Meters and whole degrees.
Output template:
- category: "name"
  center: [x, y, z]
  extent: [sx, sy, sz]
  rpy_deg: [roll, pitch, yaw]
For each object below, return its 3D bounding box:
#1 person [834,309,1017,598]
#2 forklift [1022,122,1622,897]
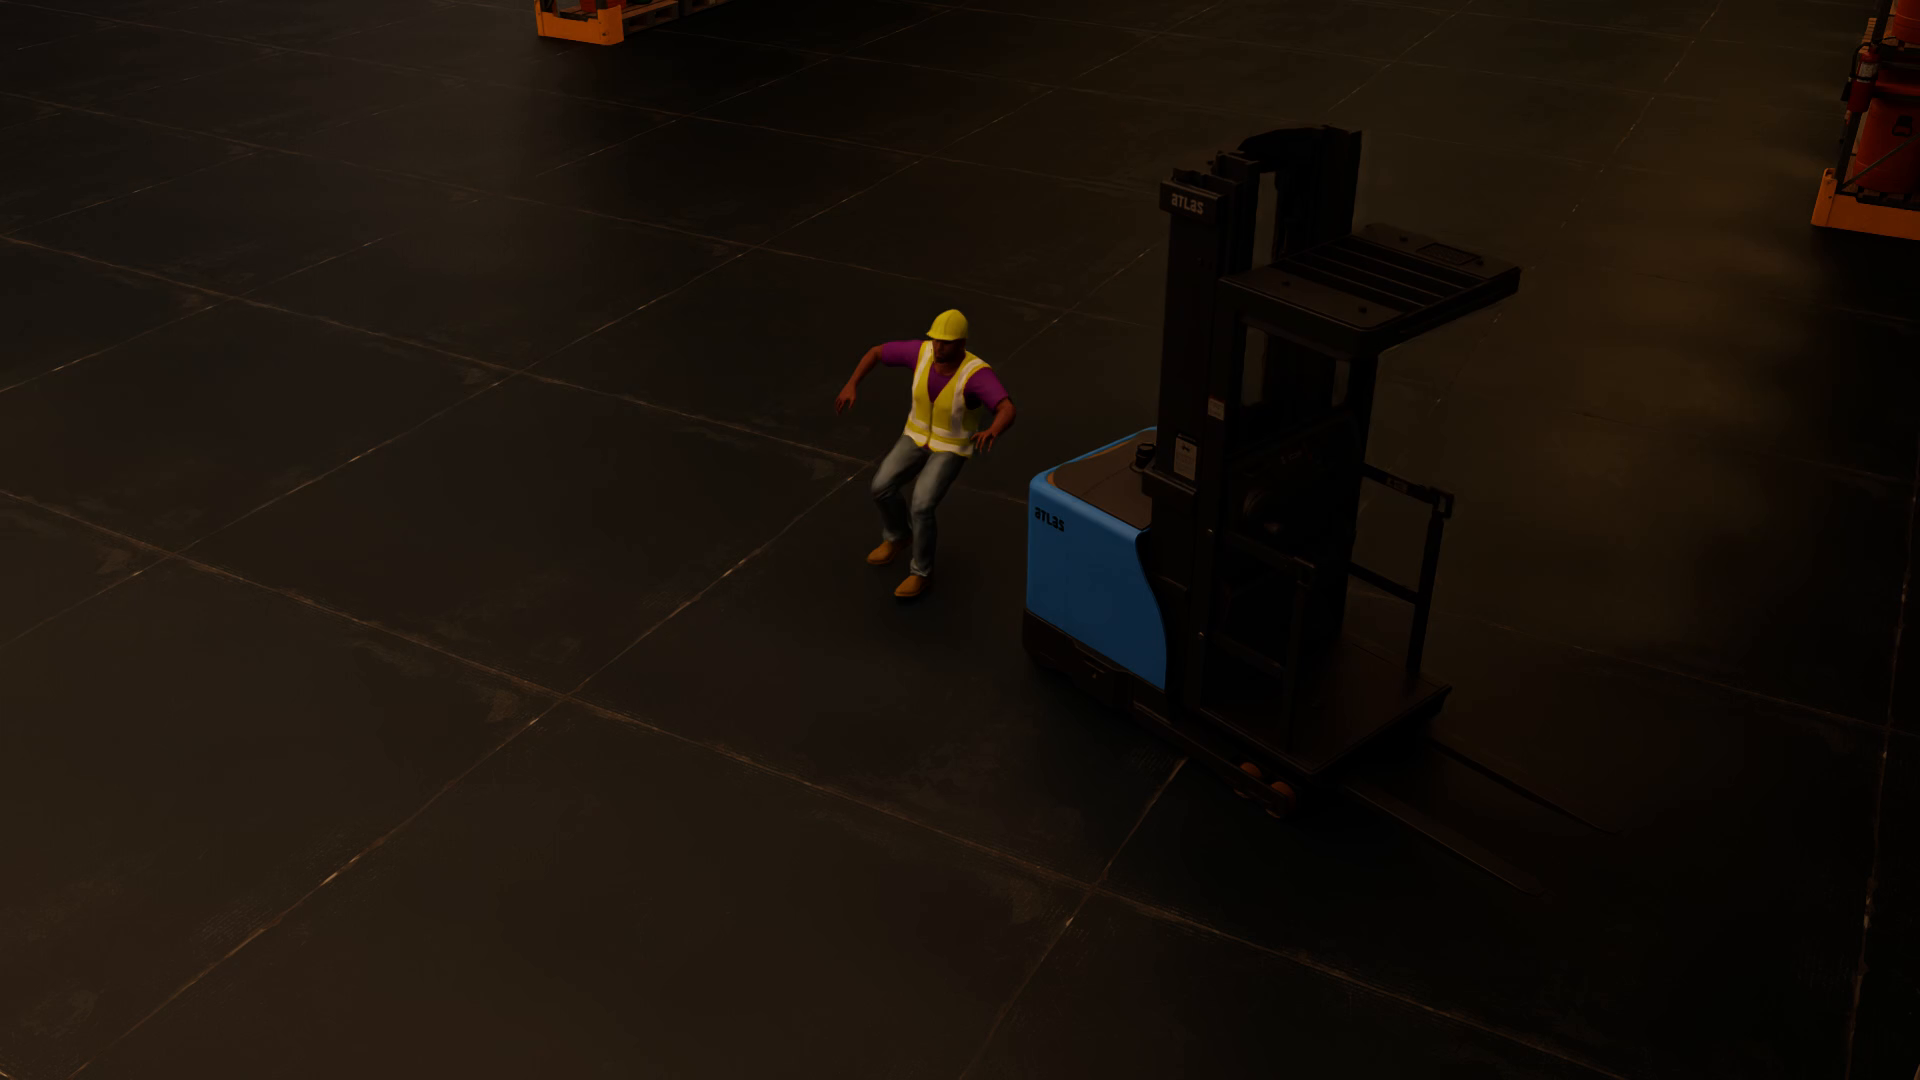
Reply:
- category: "person"
  center: [-0.238, -0.507, 9.361]
  extent: [1.125, 1.533, 0.872]
  rpy_deg: [12, 32, 20]
- category: "forklift"
  center: [1.680, -0.261, 7.523]
  extent: [1.130, 2.935, 3.031]
  rpy_deg: [-24, 37, -35]
